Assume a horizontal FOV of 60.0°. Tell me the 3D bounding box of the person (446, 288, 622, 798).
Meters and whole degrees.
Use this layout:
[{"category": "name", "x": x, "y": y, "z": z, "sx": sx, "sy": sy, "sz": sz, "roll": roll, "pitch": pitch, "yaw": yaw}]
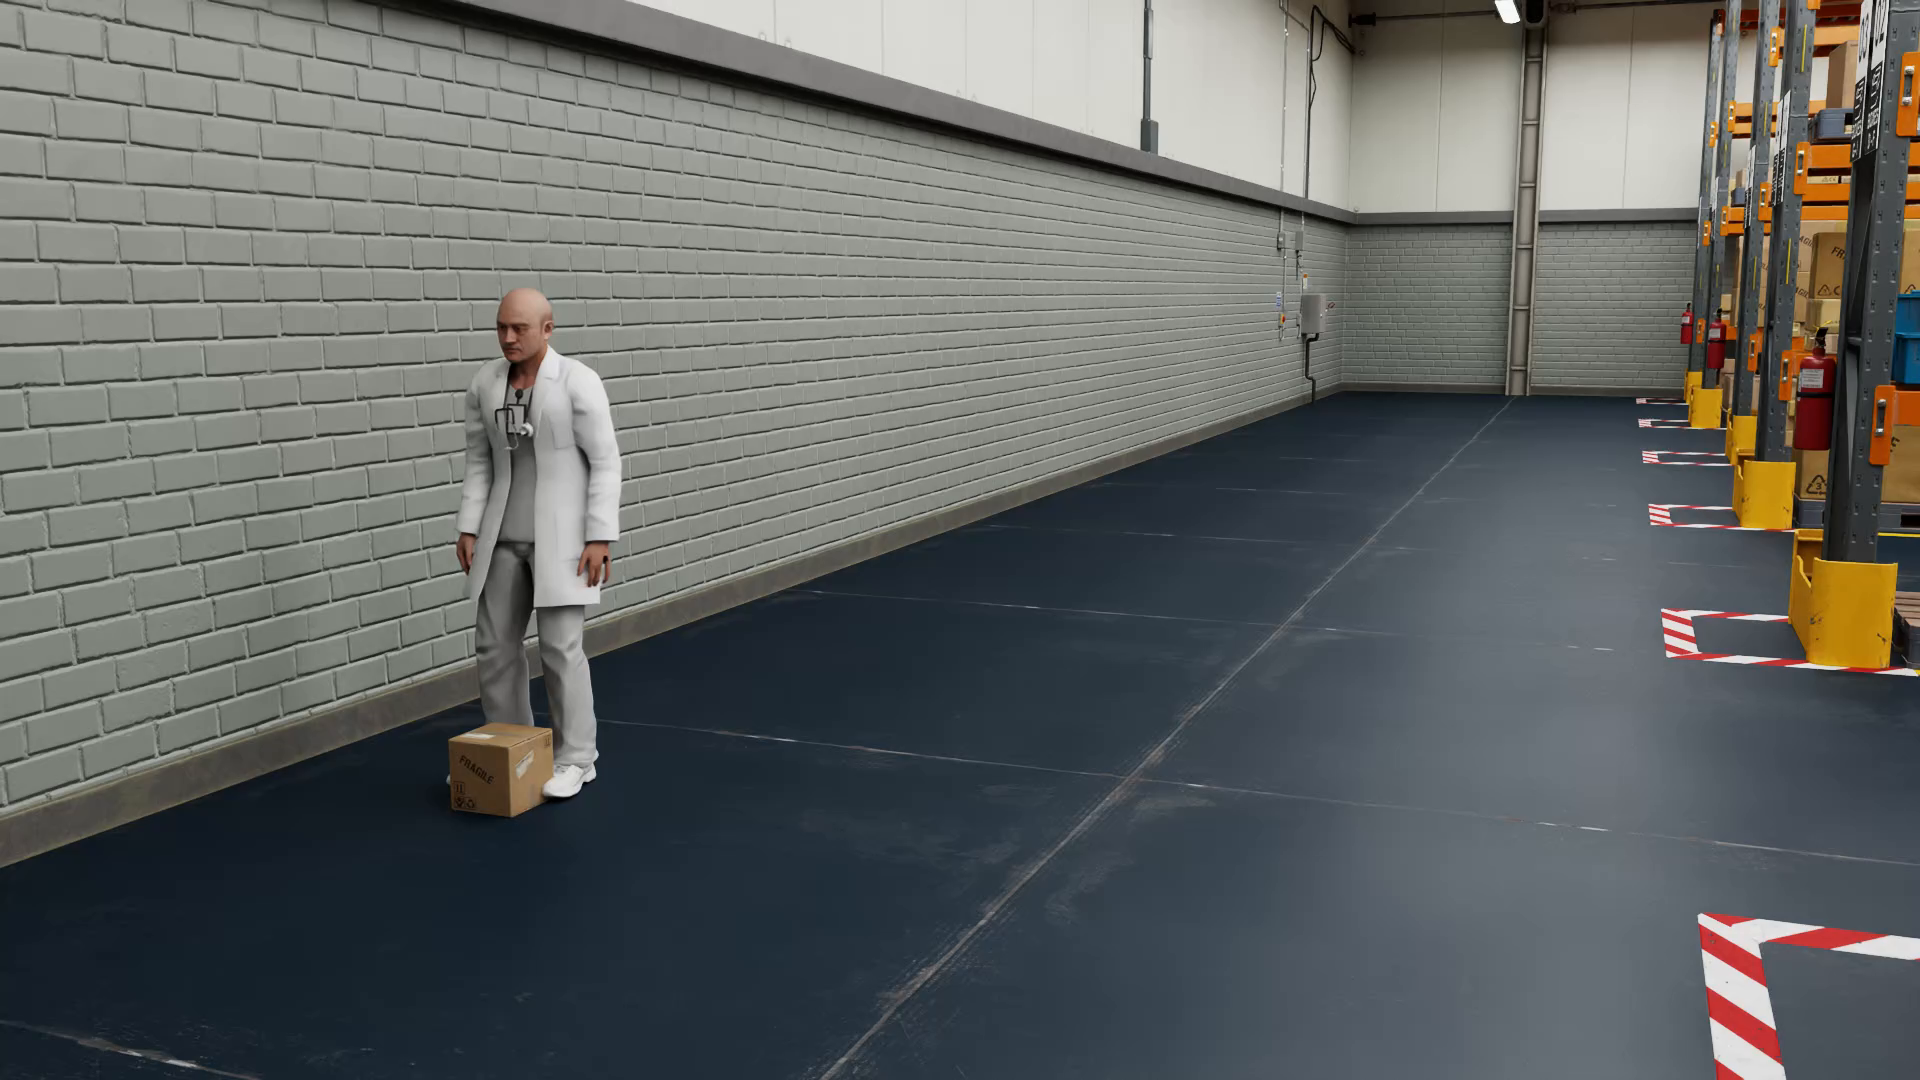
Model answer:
[{"category": "person", "x": -1.500, "y": 0.005, "z": 5.871, "sx": 0.642, "sy": 1.772, "sz": 0.428, "roll": 3, "pitch": 9, "yaw": 19}]
